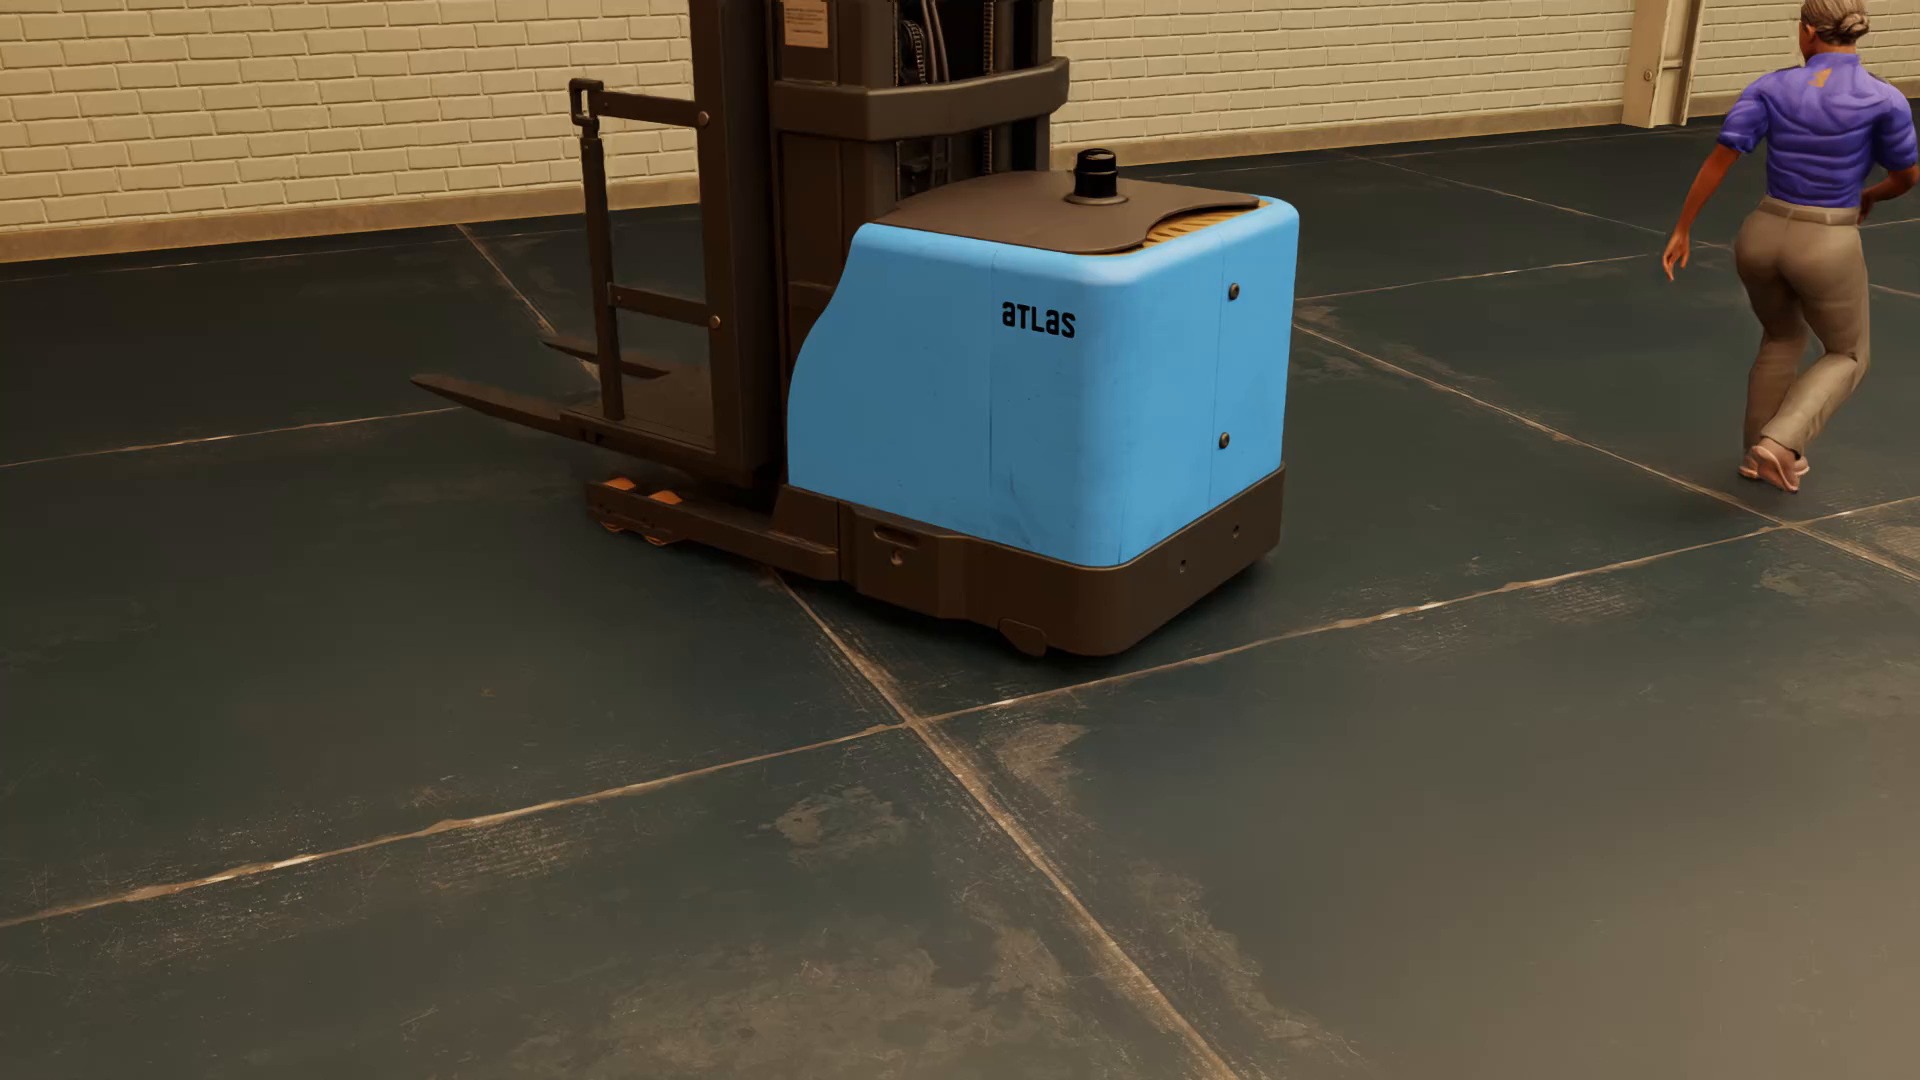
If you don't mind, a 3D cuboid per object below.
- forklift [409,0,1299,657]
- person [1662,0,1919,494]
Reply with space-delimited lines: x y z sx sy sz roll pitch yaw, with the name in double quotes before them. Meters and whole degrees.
"forklift" -0.544 -1.482 4.853 3.031 2.935 1.130 16 27 33
"person" 2.648 -0.934 5.286 0.603 1.603 0.600 -16 27 -34
